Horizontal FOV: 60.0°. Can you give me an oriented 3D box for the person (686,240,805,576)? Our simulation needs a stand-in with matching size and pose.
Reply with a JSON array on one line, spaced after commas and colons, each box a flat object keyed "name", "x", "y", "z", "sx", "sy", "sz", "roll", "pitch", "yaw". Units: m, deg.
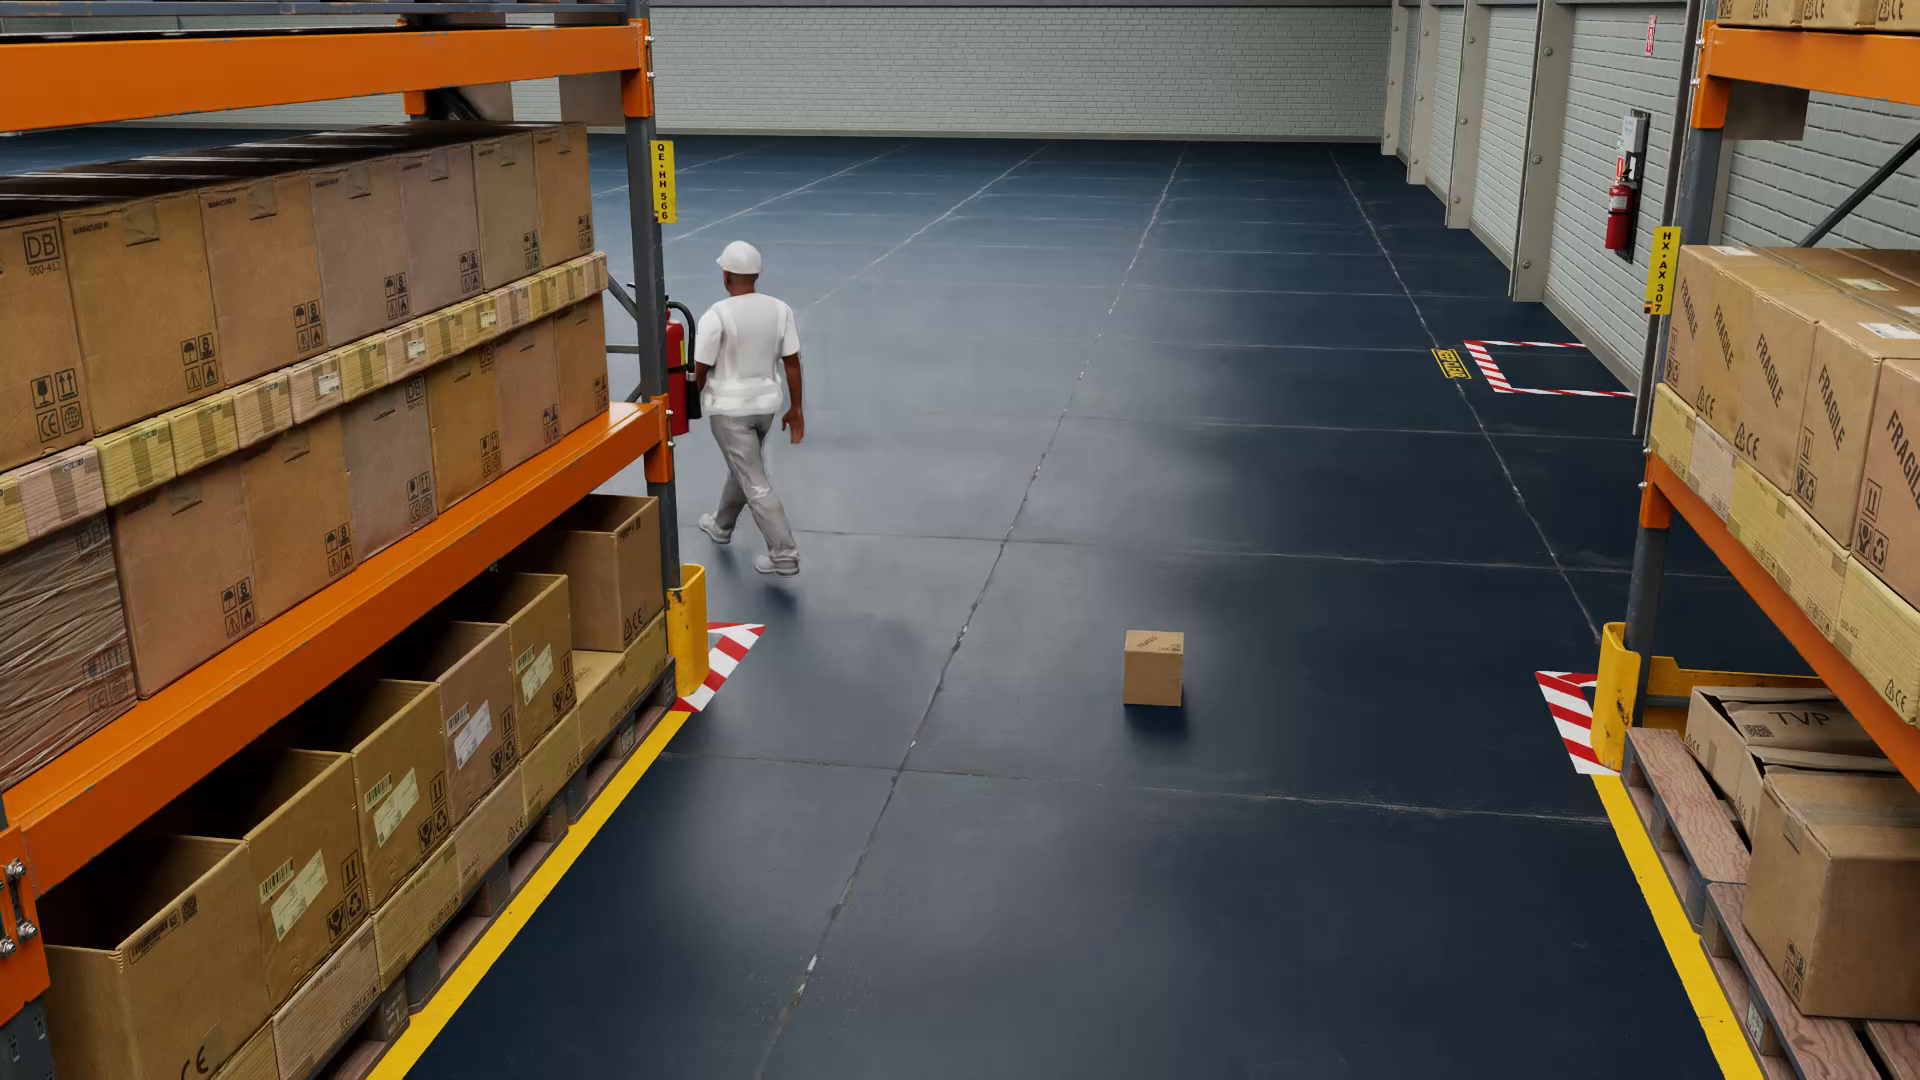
[{"name": "person", "x": -1.186, "y": -0.715, "z": 8.714, "sx": 0.581, "sy": 1.707, "sz": 1.077, "roll": -16, "pitch": 24, "yaw": -41}]
